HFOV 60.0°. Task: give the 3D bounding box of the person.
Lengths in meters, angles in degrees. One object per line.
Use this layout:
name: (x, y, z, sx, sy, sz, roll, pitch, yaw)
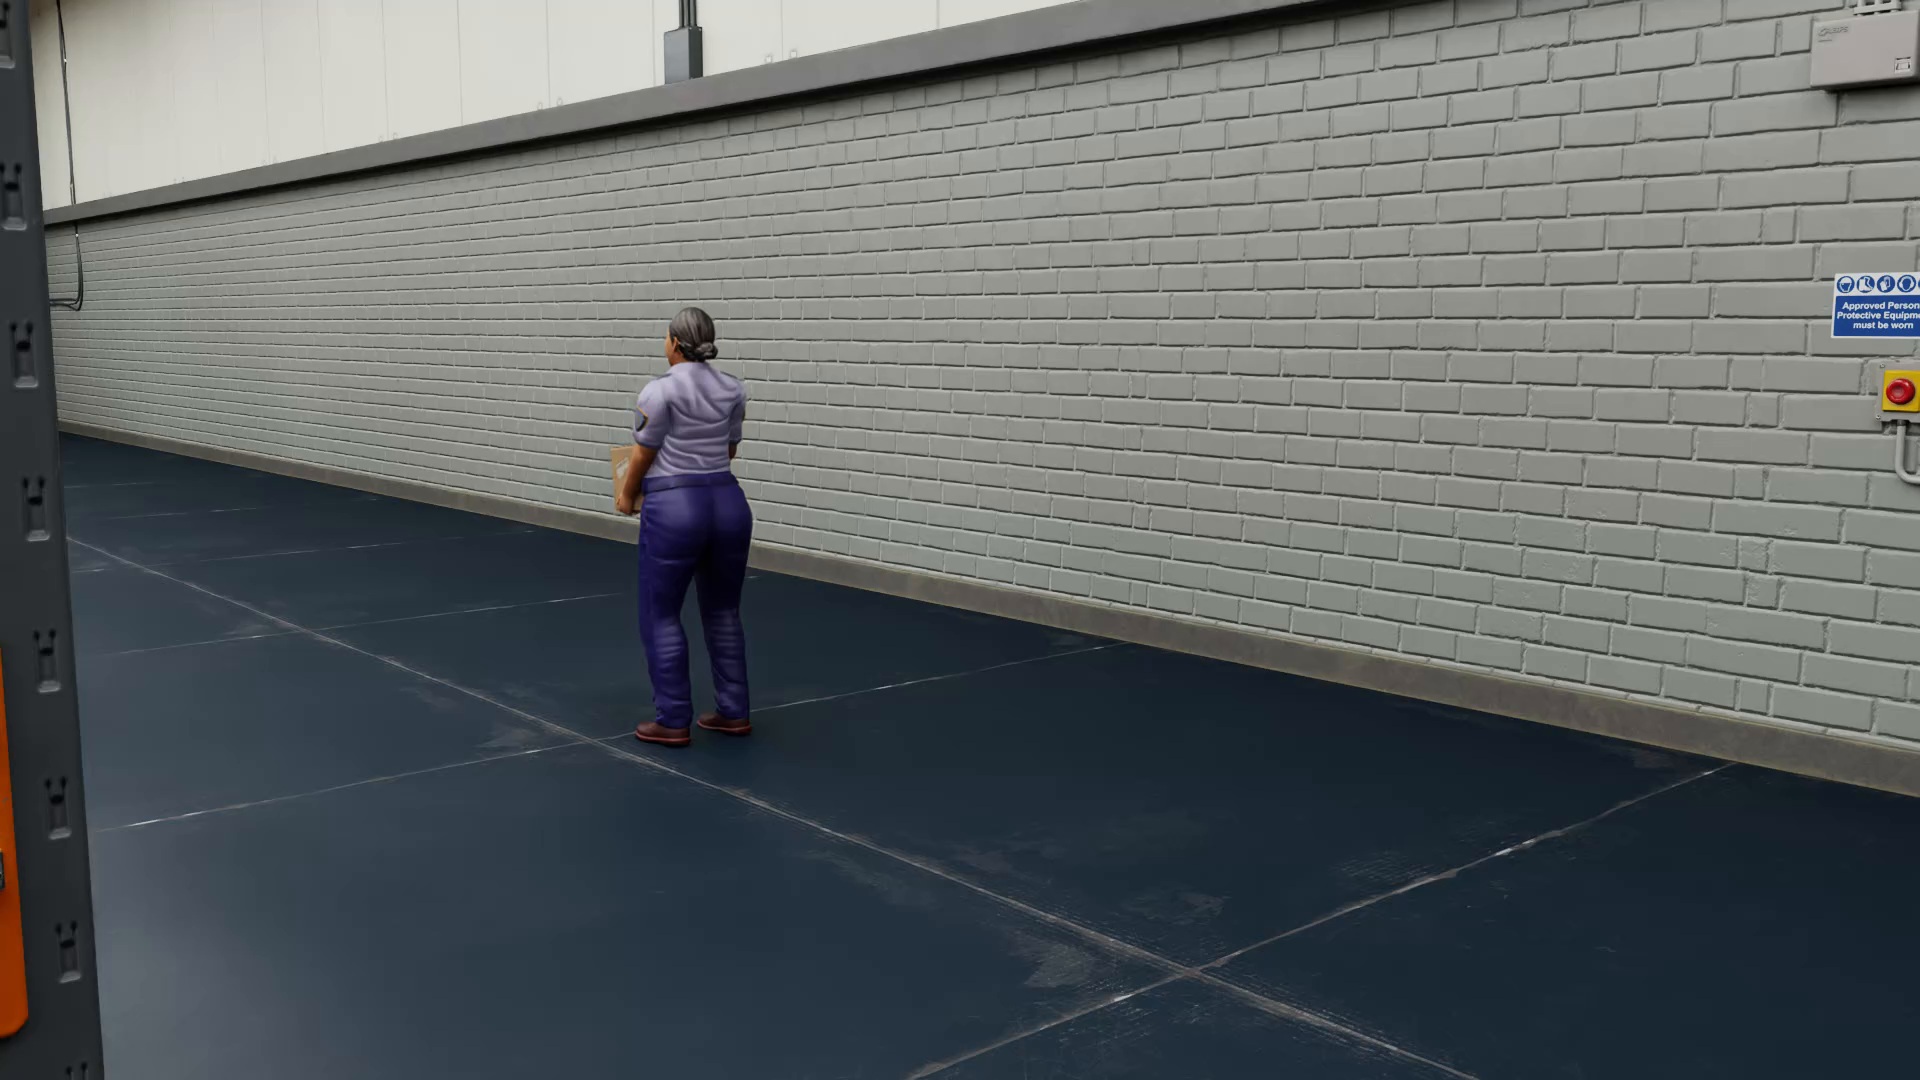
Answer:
person: (-1.064, -0.054, 6.348, 0.452, 1.629, 0.515, -6, 10, -40)
